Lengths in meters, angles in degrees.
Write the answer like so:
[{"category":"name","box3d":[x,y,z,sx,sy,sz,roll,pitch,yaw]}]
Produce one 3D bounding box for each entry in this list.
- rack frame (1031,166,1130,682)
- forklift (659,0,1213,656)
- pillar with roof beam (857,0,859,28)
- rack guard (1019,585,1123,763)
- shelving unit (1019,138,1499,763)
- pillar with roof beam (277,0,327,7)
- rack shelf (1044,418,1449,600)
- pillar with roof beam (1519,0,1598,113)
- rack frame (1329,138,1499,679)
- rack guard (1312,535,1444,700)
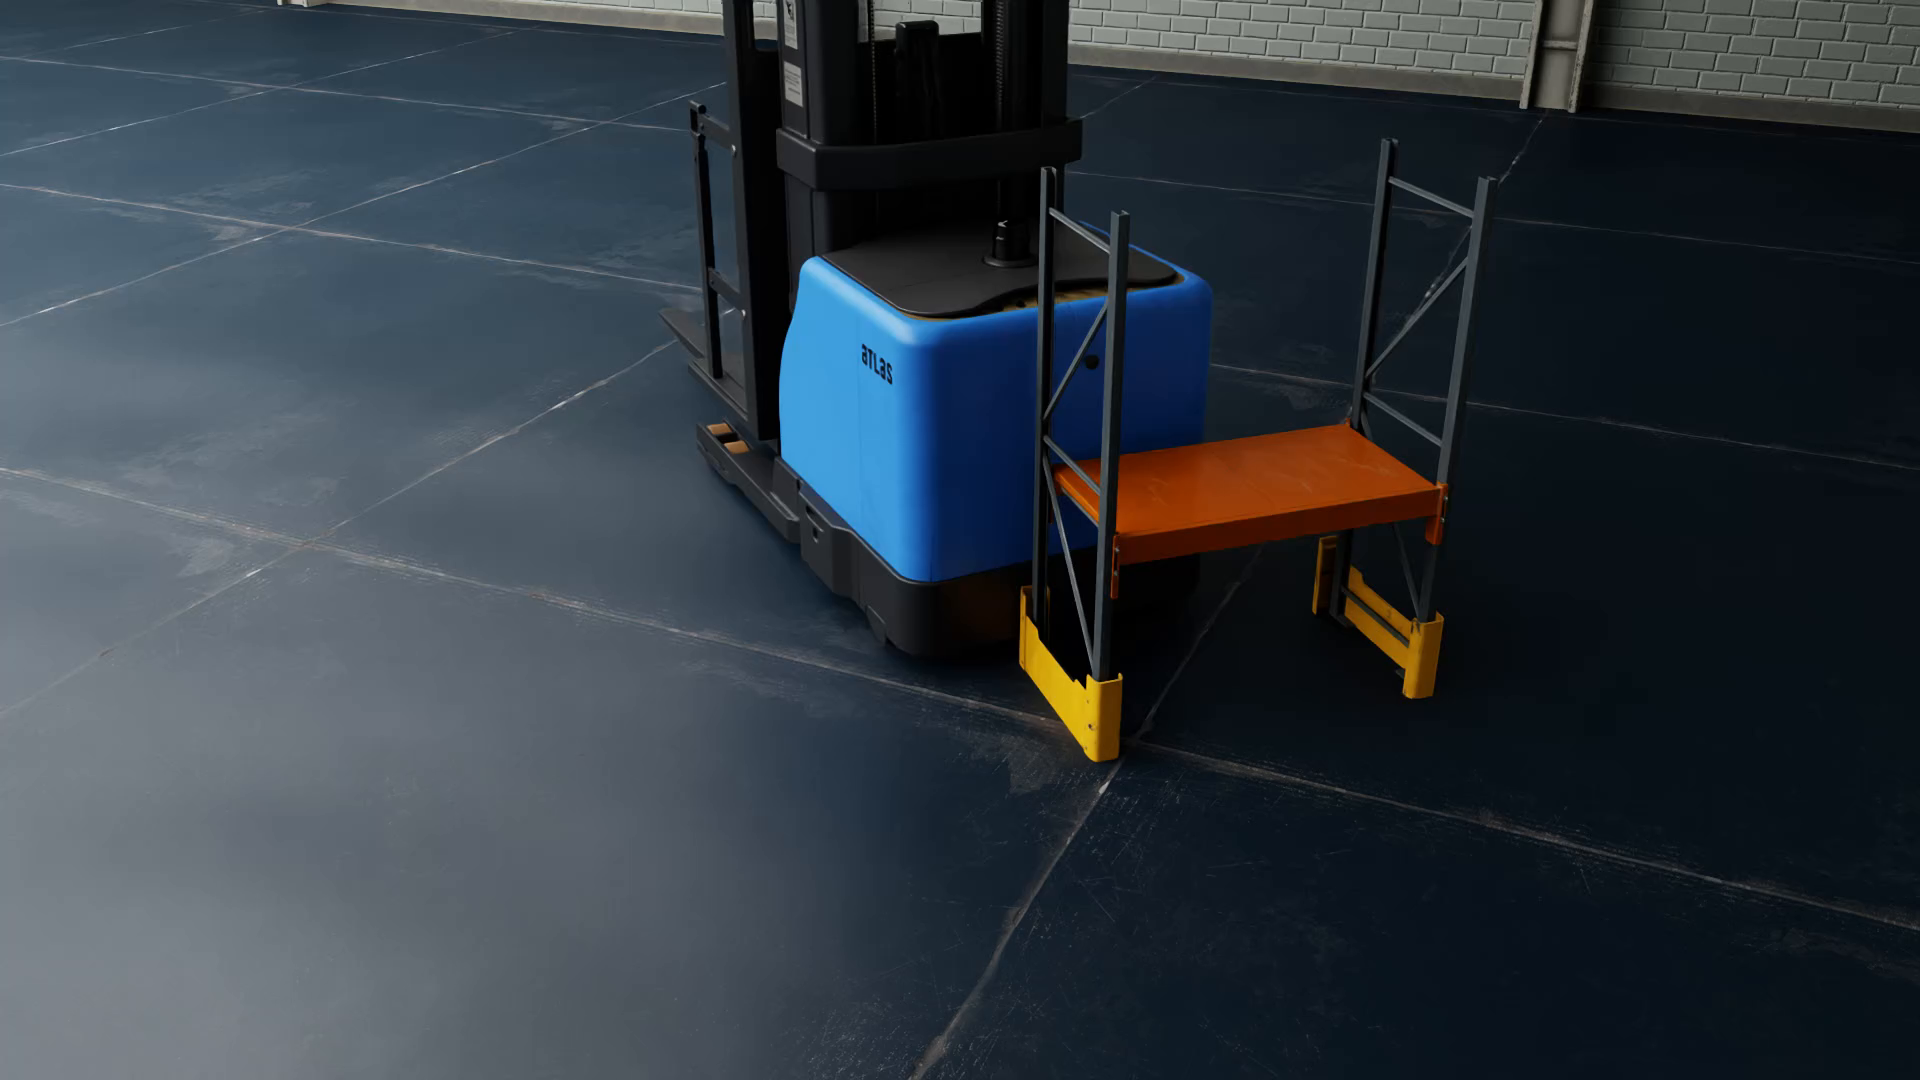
[{"category":"rack frame","box3d":[0.305,-0.194,4.446,0.032,1.500,0.500,-9,28,-17]},{"category":"forklift","box3d":[-0.345,-1.593,5.668,1.130,2.935,3.031,-12,29,-23]},{"category":"pillar with roof beam","box3d":[-2.904,-6.592,8.951,0.400,9.000,9.100,11,28,22]},{"category":"rack guard","box3d":[0.307,0.367,4.722,0.087,0.250,0.587,-9,28,-17]},{"category":"shelving unit","box3d":[0.777,-0.266,4.591,1.083,1.500,0.587,-9,28,-17]},{"category":"pillar with roof beam","box3d":[-8.366,-7.689,11.179,0.400,9.000,9.100,11,28,22]},{"category":"rack shelf","box3d":[0.786,-0.105,4.673,1.000,0.185,0.538,-9,28,-17]},{"category":"pillar with roof beam","box3d":[2.557,-5.495,6.722,0.400,9.000,9.100,11,28,22]},{"category":"rack frame","box3d":[1.267,-0.340,4.742,0.032,1.500,0.500,-9,28,-17]},{"category":"rack guard","box3d":[1.248,0.224,5.013,0.087,0.250,0.587,-9,28,-17]}]
